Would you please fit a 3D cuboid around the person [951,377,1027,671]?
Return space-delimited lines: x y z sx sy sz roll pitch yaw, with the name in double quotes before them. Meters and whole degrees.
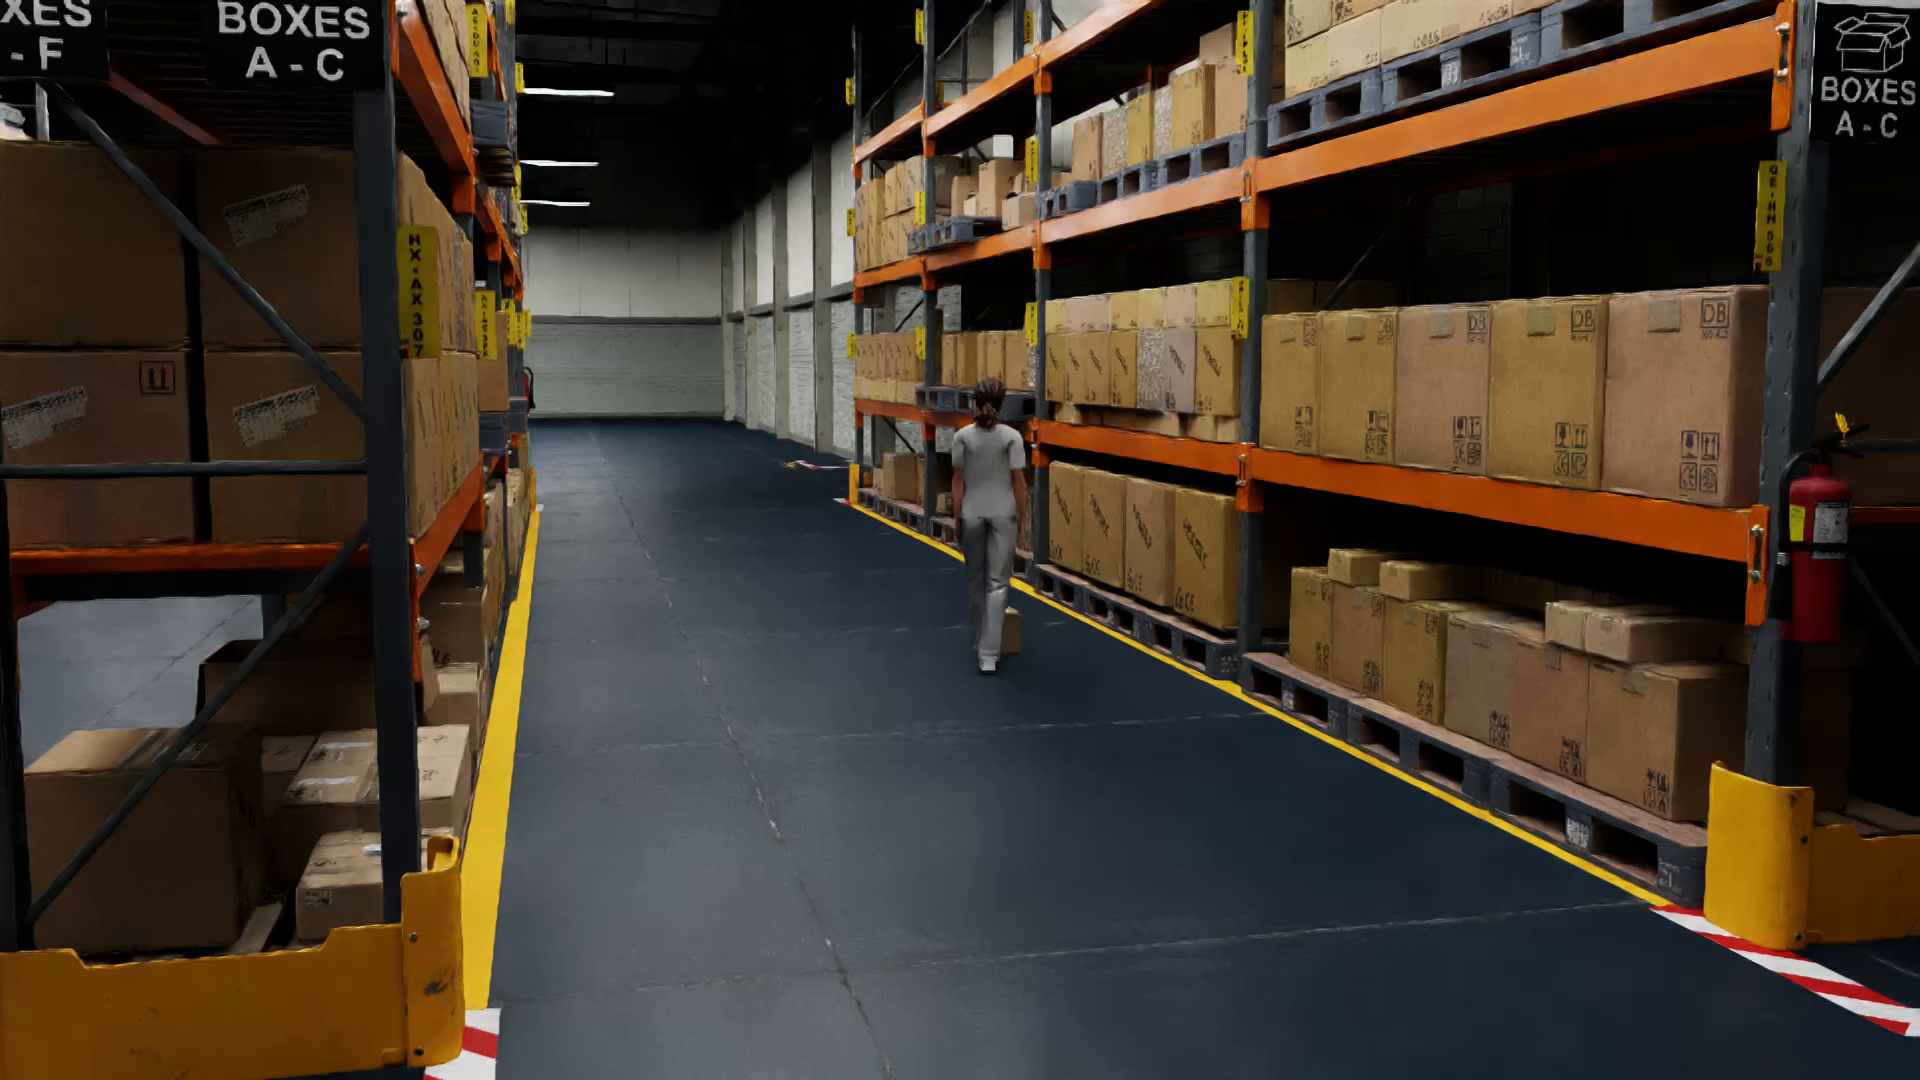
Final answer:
"person" 0.197 -0.110 9.608 0.430 1.661 0.705 1 6 13
